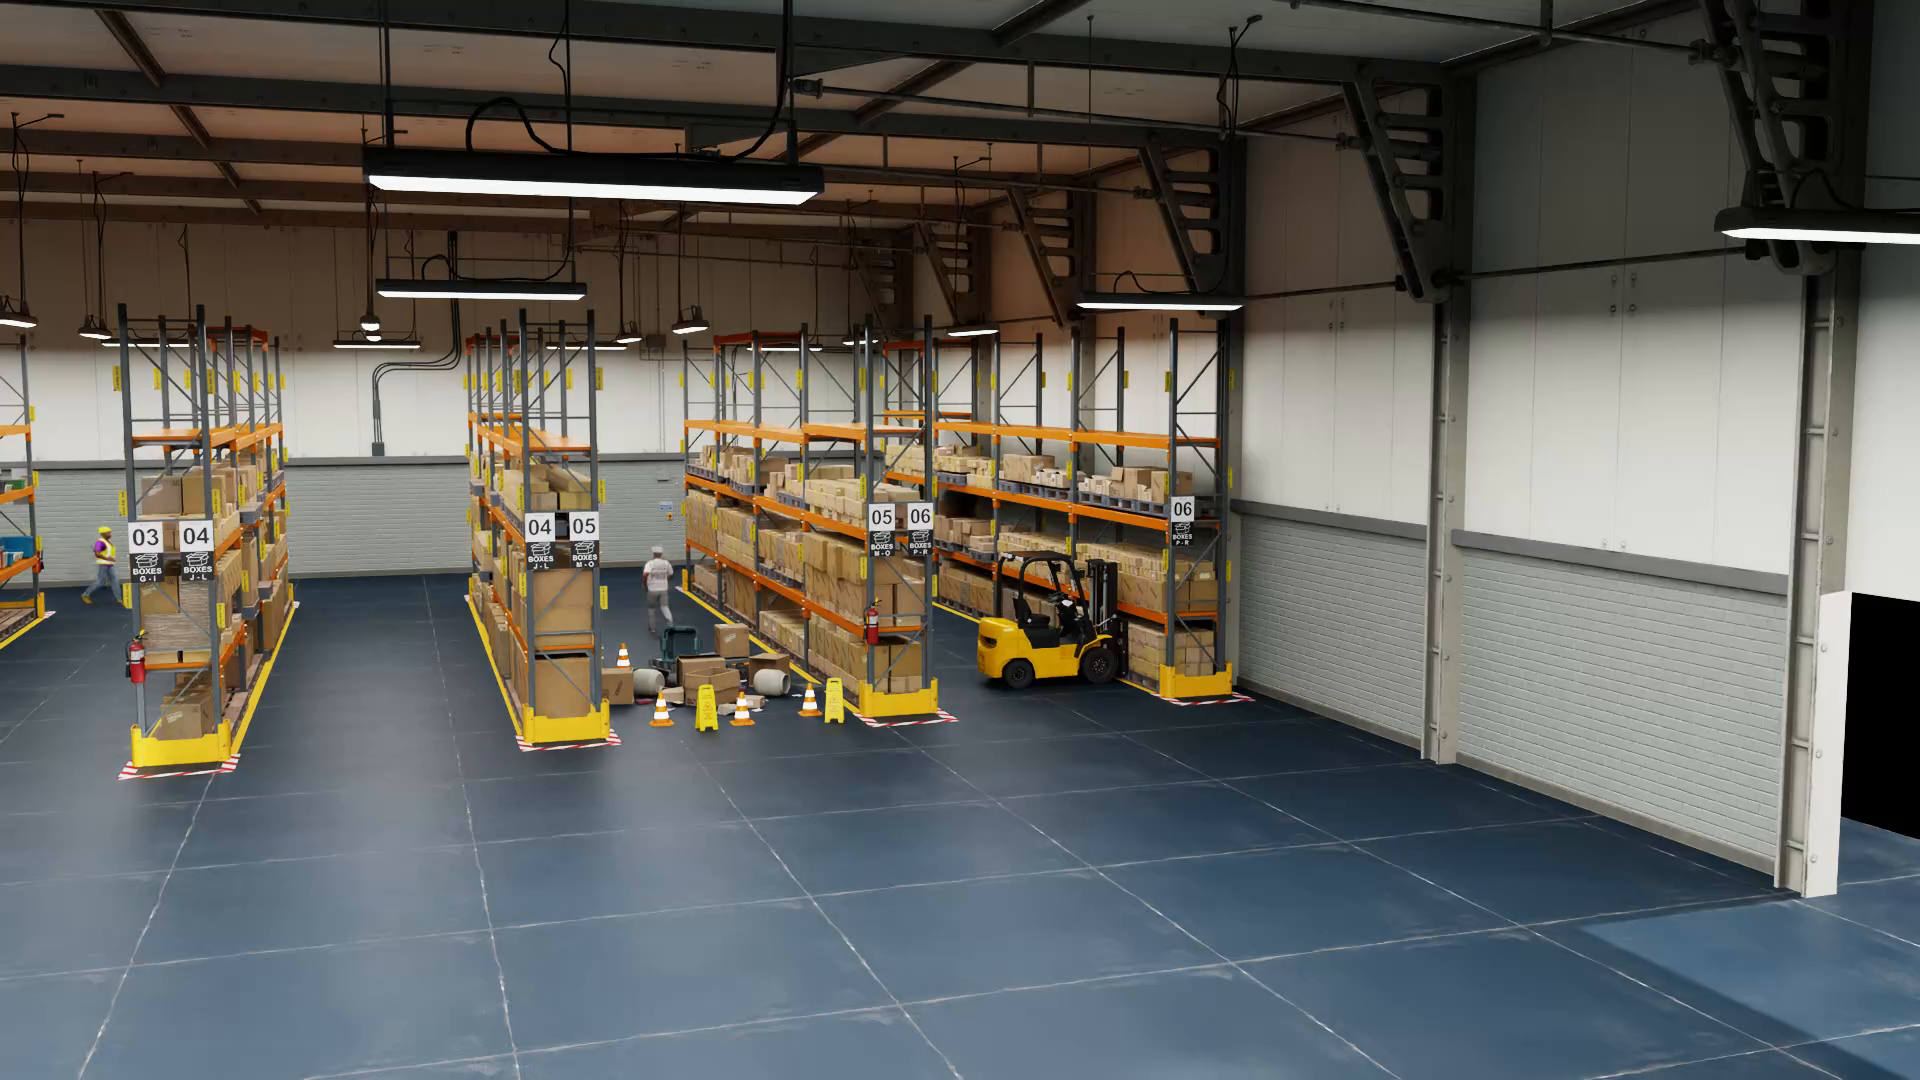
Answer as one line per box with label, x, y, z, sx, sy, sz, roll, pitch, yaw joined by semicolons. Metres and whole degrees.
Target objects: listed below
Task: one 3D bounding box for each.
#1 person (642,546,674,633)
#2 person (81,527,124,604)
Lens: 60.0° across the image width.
person;-6.010;0.987;33.009;0.685;1.750;0.926;-3;6;-29
person;-19.125;0.567;37.290;1.027;1.738;0.744;0;5;-3
